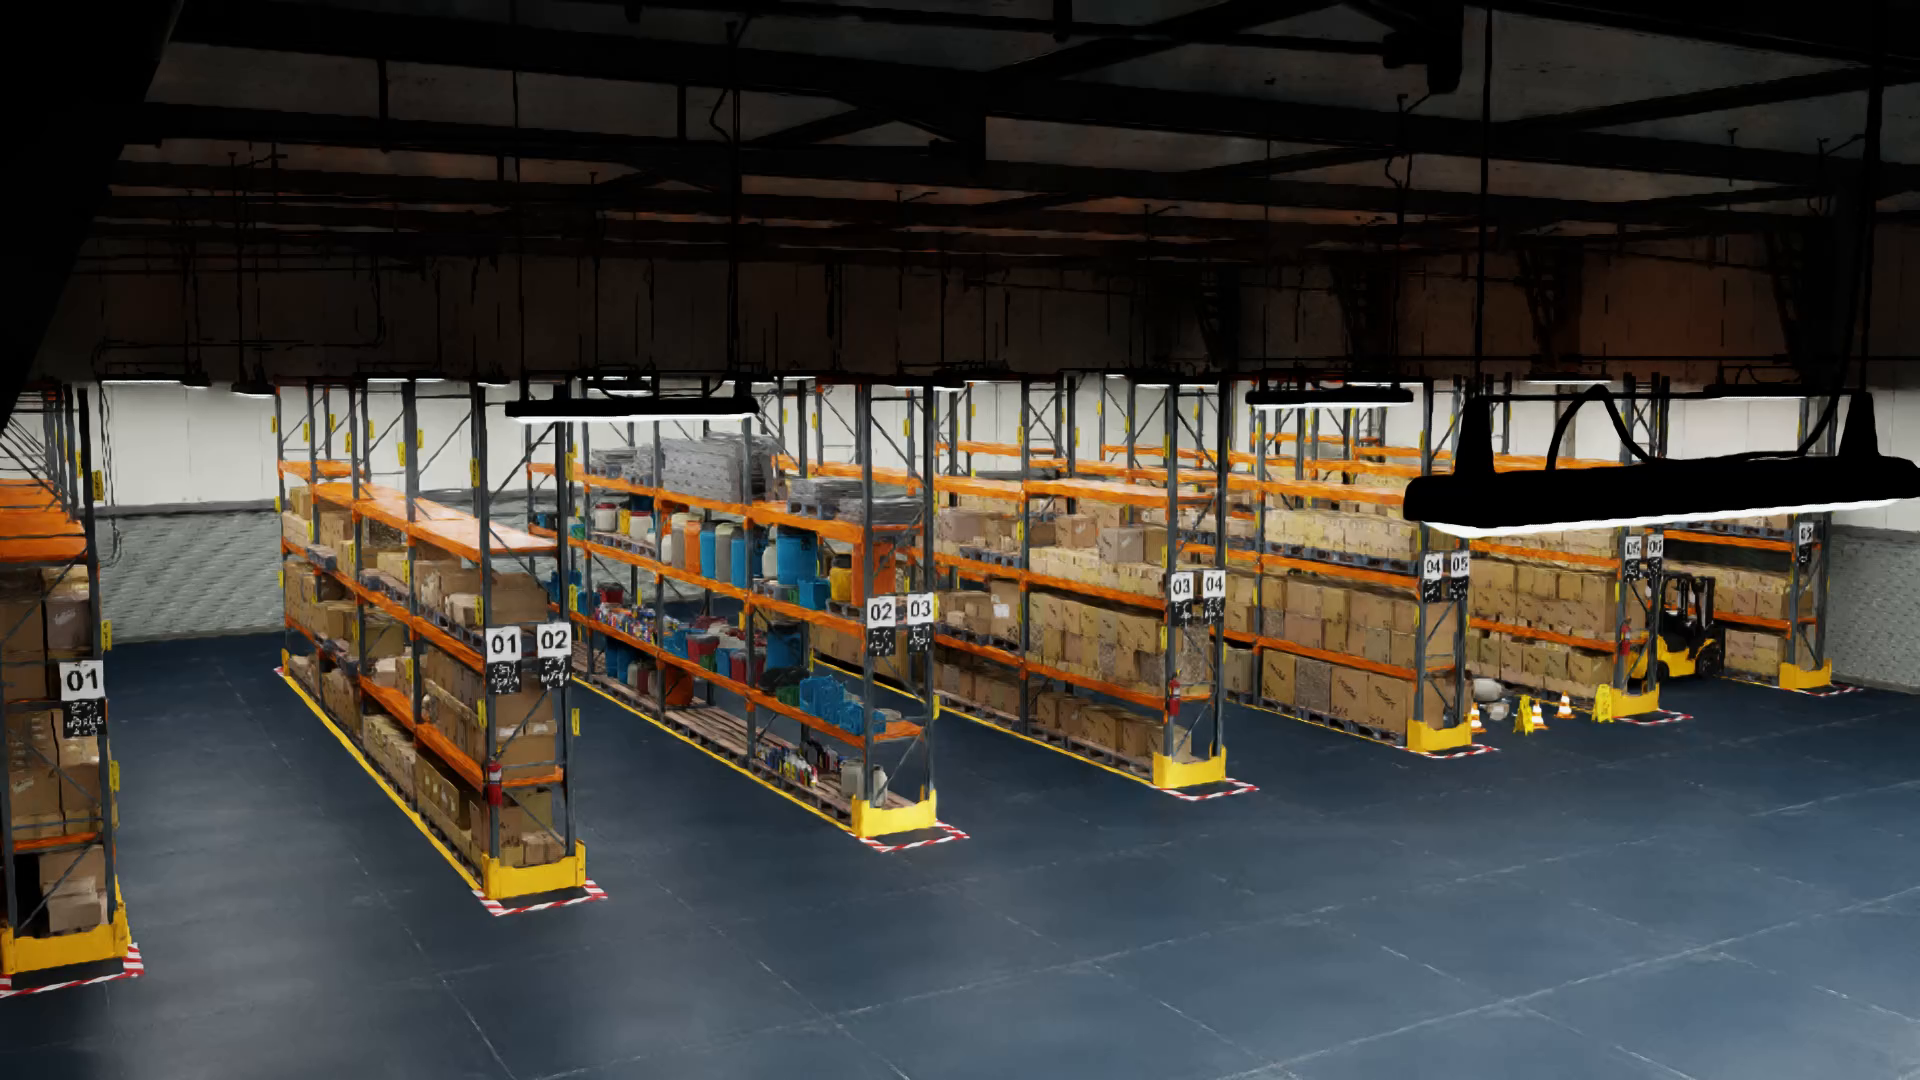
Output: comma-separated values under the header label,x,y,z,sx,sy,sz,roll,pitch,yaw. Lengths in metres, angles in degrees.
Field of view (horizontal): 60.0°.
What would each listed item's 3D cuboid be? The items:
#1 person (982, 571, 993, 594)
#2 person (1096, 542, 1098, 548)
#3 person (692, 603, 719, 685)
label,x,y,z,sx,sy,sz,roll,pitch,yaw
person,0.574,1.526,35.701,0.648,1.773,0.690,-1,6,-9
person,3.490,0.923,41.380,0.493,1.753,0.612,-3,7,-26
person,-4.910,1.994,32.231,0.451,1.586,1.099,-4,7,-32
